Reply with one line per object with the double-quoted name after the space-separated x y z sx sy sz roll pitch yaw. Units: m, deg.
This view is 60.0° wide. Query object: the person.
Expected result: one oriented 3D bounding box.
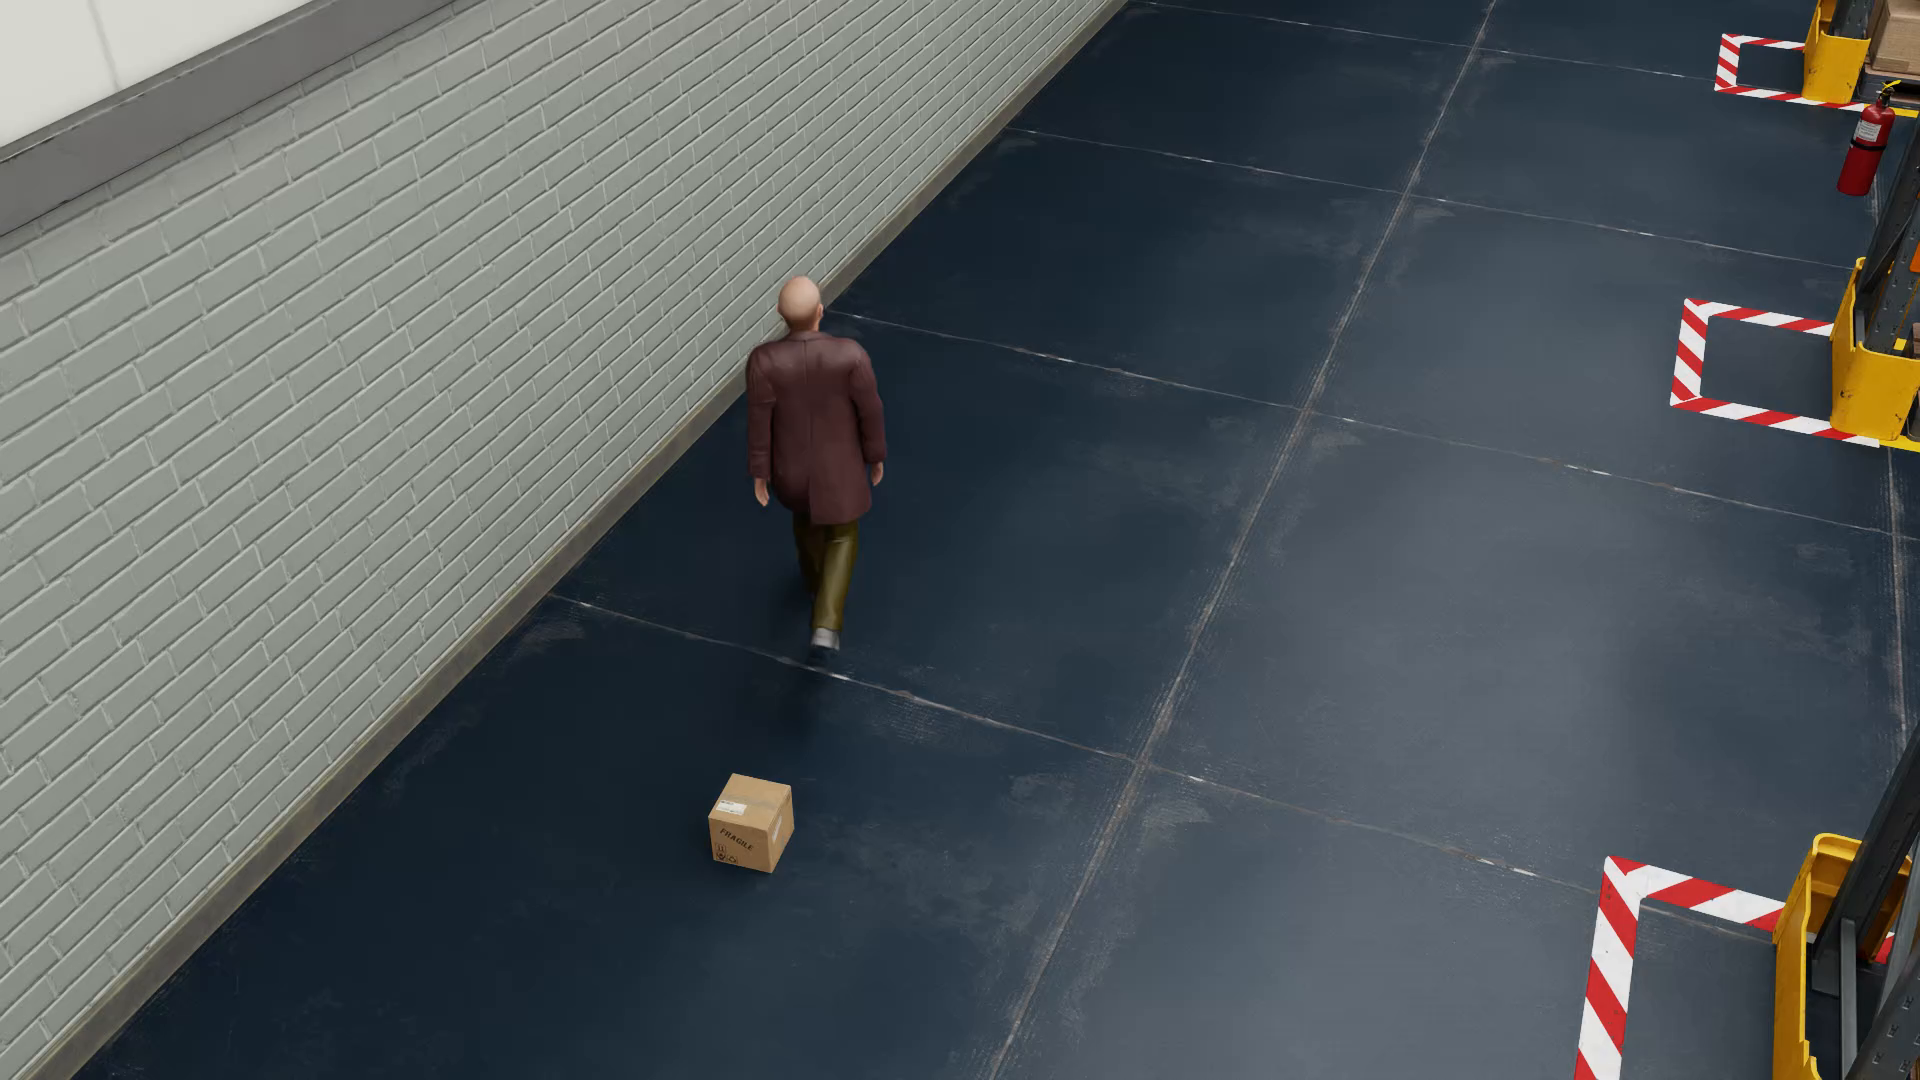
-0.624 -0.312 7.236 0.602 1.746 0.990 2 37 3 "person"
